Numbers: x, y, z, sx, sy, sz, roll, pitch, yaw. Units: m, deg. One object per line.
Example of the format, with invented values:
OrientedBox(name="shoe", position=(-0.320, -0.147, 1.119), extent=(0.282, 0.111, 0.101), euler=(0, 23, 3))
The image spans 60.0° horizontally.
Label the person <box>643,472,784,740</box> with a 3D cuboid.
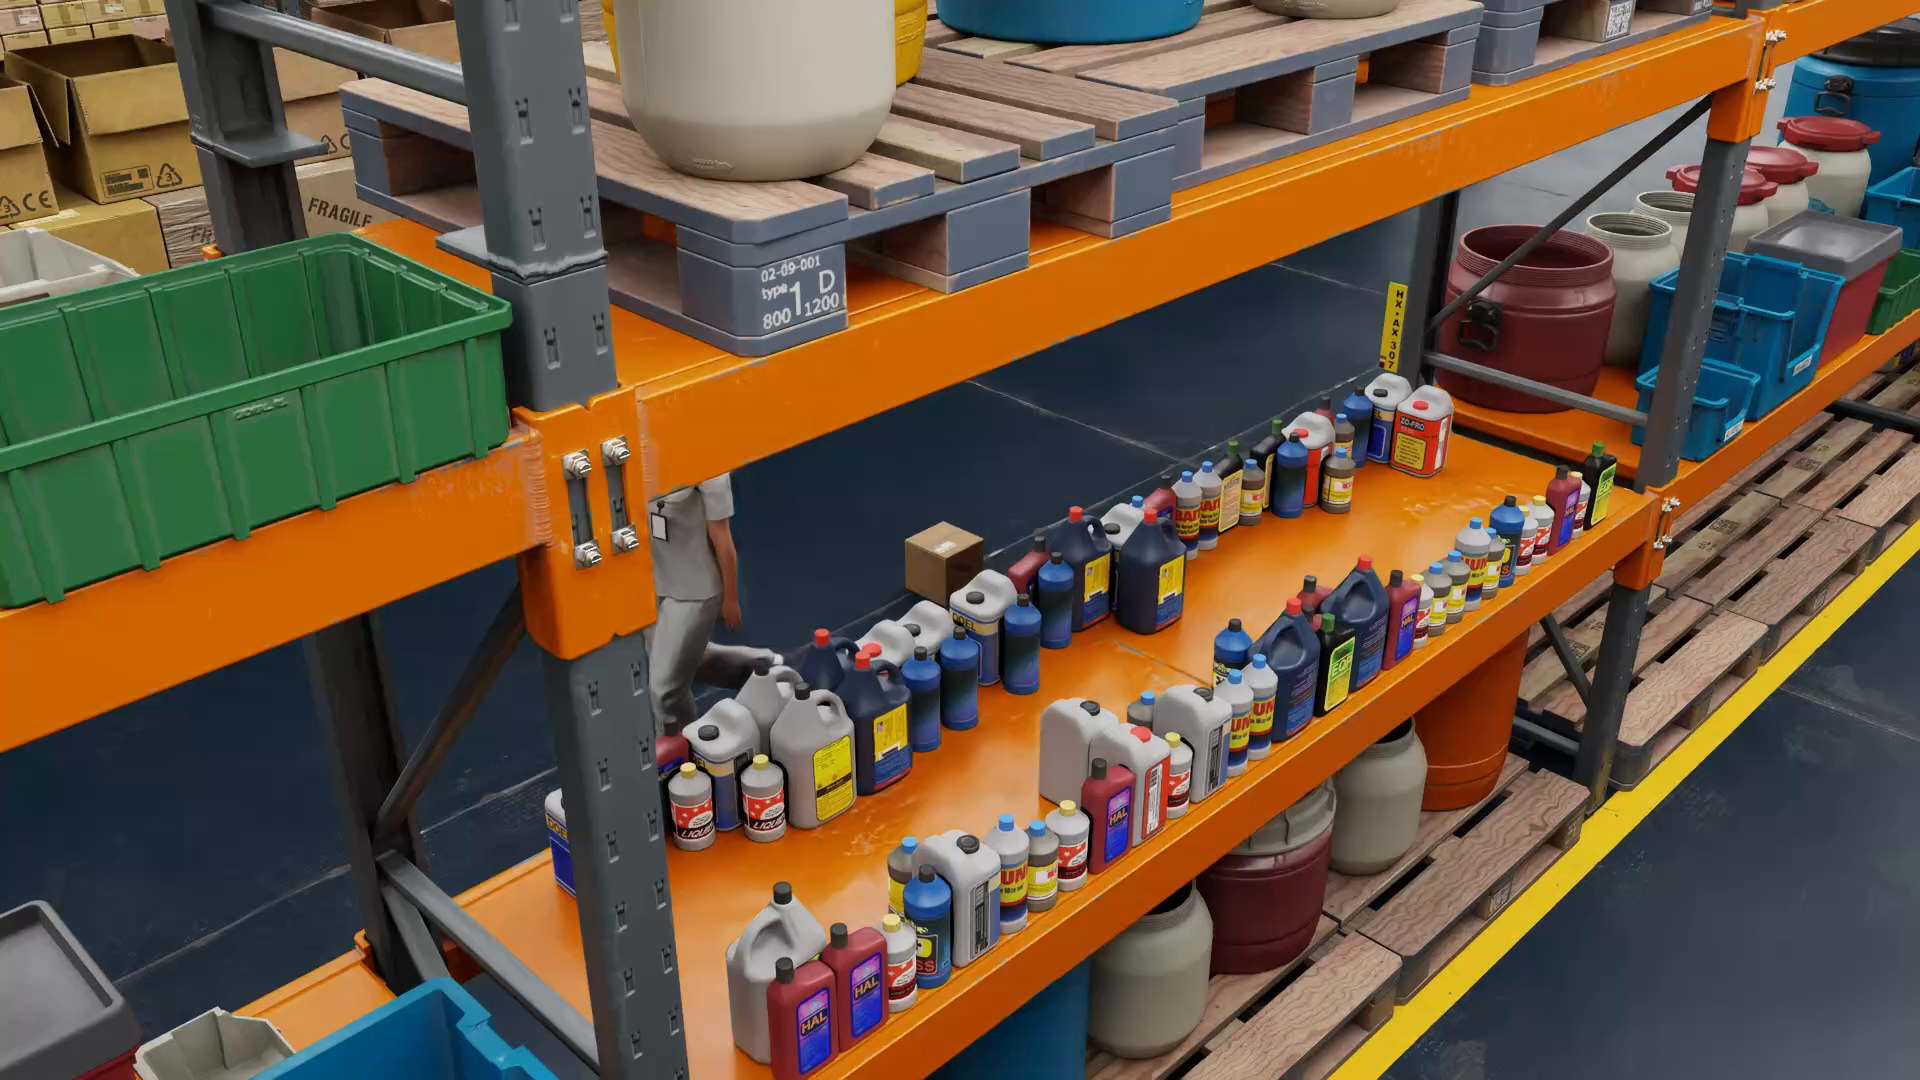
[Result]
OrientedBox(name="person", position=(-0.947, 0.127, 5.866), extent=(0.475, 1.638, 0.830), euler=(23, 36, 37))
